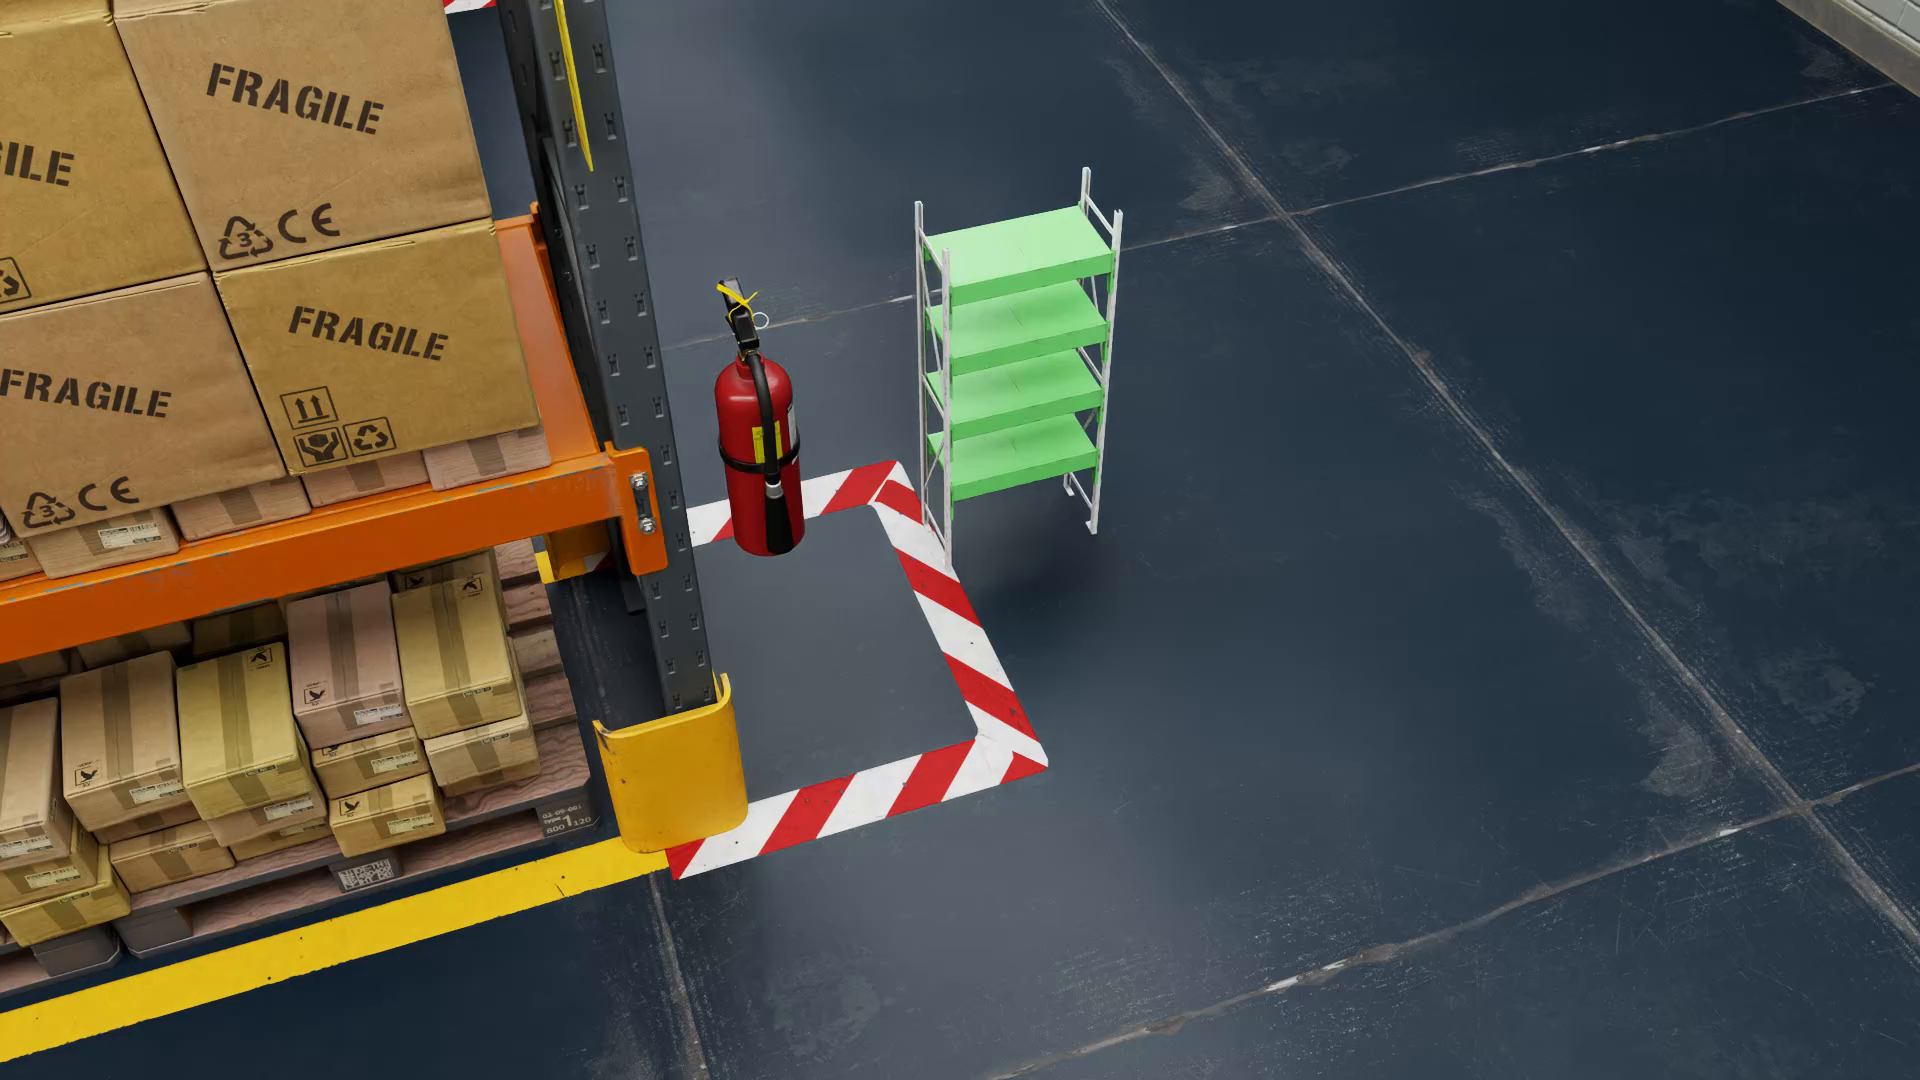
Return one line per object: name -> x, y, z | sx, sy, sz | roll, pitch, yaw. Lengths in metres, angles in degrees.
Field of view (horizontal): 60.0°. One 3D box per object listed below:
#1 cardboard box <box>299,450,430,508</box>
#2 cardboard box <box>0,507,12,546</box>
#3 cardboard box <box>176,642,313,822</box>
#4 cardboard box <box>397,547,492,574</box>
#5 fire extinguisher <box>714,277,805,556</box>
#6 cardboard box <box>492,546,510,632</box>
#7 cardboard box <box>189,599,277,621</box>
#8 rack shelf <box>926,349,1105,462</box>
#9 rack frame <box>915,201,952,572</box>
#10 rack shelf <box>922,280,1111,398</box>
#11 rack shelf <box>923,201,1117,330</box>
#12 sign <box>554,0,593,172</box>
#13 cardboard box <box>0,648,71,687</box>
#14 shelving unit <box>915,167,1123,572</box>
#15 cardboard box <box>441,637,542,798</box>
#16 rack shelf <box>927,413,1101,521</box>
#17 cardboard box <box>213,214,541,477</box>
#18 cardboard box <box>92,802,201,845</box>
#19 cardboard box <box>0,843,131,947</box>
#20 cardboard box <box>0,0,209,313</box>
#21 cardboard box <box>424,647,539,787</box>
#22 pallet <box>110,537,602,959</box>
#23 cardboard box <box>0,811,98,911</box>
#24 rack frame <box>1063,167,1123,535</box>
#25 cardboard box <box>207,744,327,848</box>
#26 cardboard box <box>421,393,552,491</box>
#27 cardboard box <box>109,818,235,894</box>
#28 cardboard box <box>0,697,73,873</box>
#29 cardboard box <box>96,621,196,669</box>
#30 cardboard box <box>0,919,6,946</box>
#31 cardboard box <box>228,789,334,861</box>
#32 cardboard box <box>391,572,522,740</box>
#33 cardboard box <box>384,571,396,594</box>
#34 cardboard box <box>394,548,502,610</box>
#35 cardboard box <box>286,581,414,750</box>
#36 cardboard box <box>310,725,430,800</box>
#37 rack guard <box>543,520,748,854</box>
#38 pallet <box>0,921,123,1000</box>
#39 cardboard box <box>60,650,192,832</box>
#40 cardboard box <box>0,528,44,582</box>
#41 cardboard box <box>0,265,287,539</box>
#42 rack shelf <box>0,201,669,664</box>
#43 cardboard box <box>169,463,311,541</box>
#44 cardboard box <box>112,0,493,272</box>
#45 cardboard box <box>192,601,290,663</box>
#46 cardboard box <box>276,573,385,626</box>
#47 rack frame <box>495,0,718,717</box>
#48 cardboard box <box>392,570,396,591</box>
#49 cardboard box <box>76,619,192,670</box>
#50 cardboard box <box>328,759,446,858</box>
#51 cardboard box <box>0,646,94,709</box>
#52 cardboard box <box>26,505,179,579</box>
cardboard box -> -1.302, -0.270, 3.579 | 0.250, 0.149, 0.380 | -14, 47, -14
cardboard box -> -2.140, -0.273, 3.123 | 0.500, 0.500, 0.500 | -14, 47, -14
cardboard box -> -1.713, 0.453, 3.977 | 0.250, 0.149, 0.380 | -15, 47, -15
cardboard box -> -1.453, -0.113, 4.541 | 0.250, 0.149, 0.380 | -16, 47, -16
fire extinguisher -> -0.451, -0.255, 3.704 | 0.183, 0.674, 0.296 | -14, 47, -14
cardboard box -> -1.446, 0.110, 4.739 | 0.250, 0.149, 0.380 | -13, 47, -13
cardboard box -> -1.952, 0.009, 4.420 | 0.250, 0.149, 0.380 | -14, 47, -14
rack shelf -> 0.156, -0.418, 4.910 | 0.480, 0.148, 0.258 | -14, 47, -14
rack frame -> -0.074, -0.405, 4.806 | 0.015, 1.200, 0.240 | -14, 47, -14
rack shelf -> 0.156, -0.588, 4.740 | 0.480, 0.148, 0.258 | -14, 47, -14
rack shelf -> 0.156, -0.757, 4.570 | 0.480, 0.148, 0.258 | -14, 47, -14
sign -> -0.675, -0.806, 2.895 | 0.005, 0.325, 0.100 | -14, 47, -14
cardboard box -> -2.421, 0.184, 4.245 | 0.250, 0.149, 0.380 | -13, 46, -12
shelving unit -> 0.156, -0.463, 4.865 | 0.503, 1.200, 0.258 | -14, 47, -14
cardboard box -> -1.269, 0.463, 4.387 | 0.250, 0.149, 0.380 | -14, 47, -13
rack shelf -> 0.156, -0.249, 5.080 | 0.480, 0.148, 0.258 | -14, 47, -14
cardboard box -> -1.180, -0.521, 3.371 | 0.500, 0.500, 0.500 | -13, 47, -13
cardboard box -> -2.020, 0.532, 4.109 | 0.250, 0.149, 0.380 | -15, 47, -14
cardboard box -> -2.201, 0.770, 4.081 | 0.250, 0.149, 0.380 | -16, 47, -16
cardboard box -> -1.668, -0.756, 2.899 | 0.500, 0.500, 0.500 | -16, 47, -15
cardboard box -> -1.244, 0.410, 4.230 | 0.250, 0.149, 0.380 | -16, 47, -15
pallet -> -1.693, 0.514, 4.589 | 1.213, 0.211, 1.003 | -14, 47, -14
cardboard box -> -2.215, 0.669, 3.972 | 0.250, 0.149, 0.380 | -14, 47, -13
rack frame -> 0.385, -0.522, 4.923 | 0.015, 1.200, 0.240 | -14, 47, -14
cardboard box -> -1.733, 0.536, 4.105 | 0.250, 0.149, 0.380 | -16, 47, -15
cardboard box -> -1.056, -0.305, 3.614 | 0.250, 0.149, 0.380 | -14, 47, -14
cardboard box -> -1.982, 0.667, 4.184 | 0.250, 0.149, 0.380 | -14, 47, -13
cardboard box -> -2.212, 0.574, 3.856 | 0.250, 0.149, 0.380 | -13, 46, -12
cardboard box -> -2.180, 0.183, 4.456 | 0.250, 0.149, 0.380 | -13, 47, -13
cardboard box -> -2.465, 0.822, 4.029 | 0.250, 0.149, 0.380 | -13, 47, -13
cardboard box -> -1.755, 0.598, 4.252 | 0.250, 0.149, 0.380 | -15, 47, -14
cardboard box -> -1.257, 0.284, 4.146 | 0.250, 0.149, 0.380 | -14, 47, -13
cardboard box -> -1.702, 0.076, 4.563 | 0.250, 0.149, 0.380 | -15, 47, -14
cardboard box -> -1.425, 0.047, 4.591 | 0.250, 0.149, 0.380 | -13, 46, -12
cardboard box -> -1.513, 0.306, 4.124 | 0.250, 0.149, 0.380 | -13, 47, -13
cardboard box -> -1.509, 0.437, 4.203 | 0.250, 0.149, 0.380 | -15, 47, -15
rack guard -> -0.916, 0.240, 4.658 | 0.348, 0.500, 1.175 | -14, 47, -14
pallet -> -2.838, 0.805, 4.299 | 1.213, 0.211, 1.003 | -14, 47, -14
cardboard box -> -1.978, 0.473, 3.957 | 0.250, 0.149, 0.380 | -16, 47, -15
cardboard box -> -2.023, -0.079, 3.389 | 0.250, 0.149, 0.380 | -16, 47, -16
cardboard box -> -1.666, -0.401, 3.251 | 0.500, 0.500, 0.500 | -15, 47, -15
rack shelf -> -2.726, 0.074, 3.566 | 4.000, 0.370, 1.077 | -14, 47, -14
cardboard box -> -1.533, -0.200, 3.509 | 0.250, 0.149, 0.380 | -15, 47, -14
cardboard box -> -1.191, -0.878, 3.021 | 0.500, 0.500, 0.500 | -15, 47, -15
cardboard box -> -1.902, 0.194, 4.446 | 0.250, 0.149, 0.380 | -14, 47, -13
cardboard box -> -1.672, 0.034, 4.395 | 0.250, 0.149, 0.380 | -14, 47, -13
rack frame -> -0.845, -0.661, 3.791 | 0.127, 3.000, 1.000 | -14, 47, -14
cardboard box -> -1.665, 0.228, 4.622 | 0.250, 0.149, 0.380 | -15, 47, -14
cardboard box -> -2.157, 0.124, 4.305 | 0.250, 0.149, 0.380 | -16, 47, -16
cardboard box -> -1.477, 0.592, 4.258 | 0.250, 0.149, 0.380 | -13, 47, -13
cardboard box -> -2.397, 0.310, 4.330 | 0.250, 0.149, 0.380 | -16, 47, -16
cardboard box -> -1.765, -0.123, 3.432 | 0.250, 0.149, 0.380 | -13, 47, -13
